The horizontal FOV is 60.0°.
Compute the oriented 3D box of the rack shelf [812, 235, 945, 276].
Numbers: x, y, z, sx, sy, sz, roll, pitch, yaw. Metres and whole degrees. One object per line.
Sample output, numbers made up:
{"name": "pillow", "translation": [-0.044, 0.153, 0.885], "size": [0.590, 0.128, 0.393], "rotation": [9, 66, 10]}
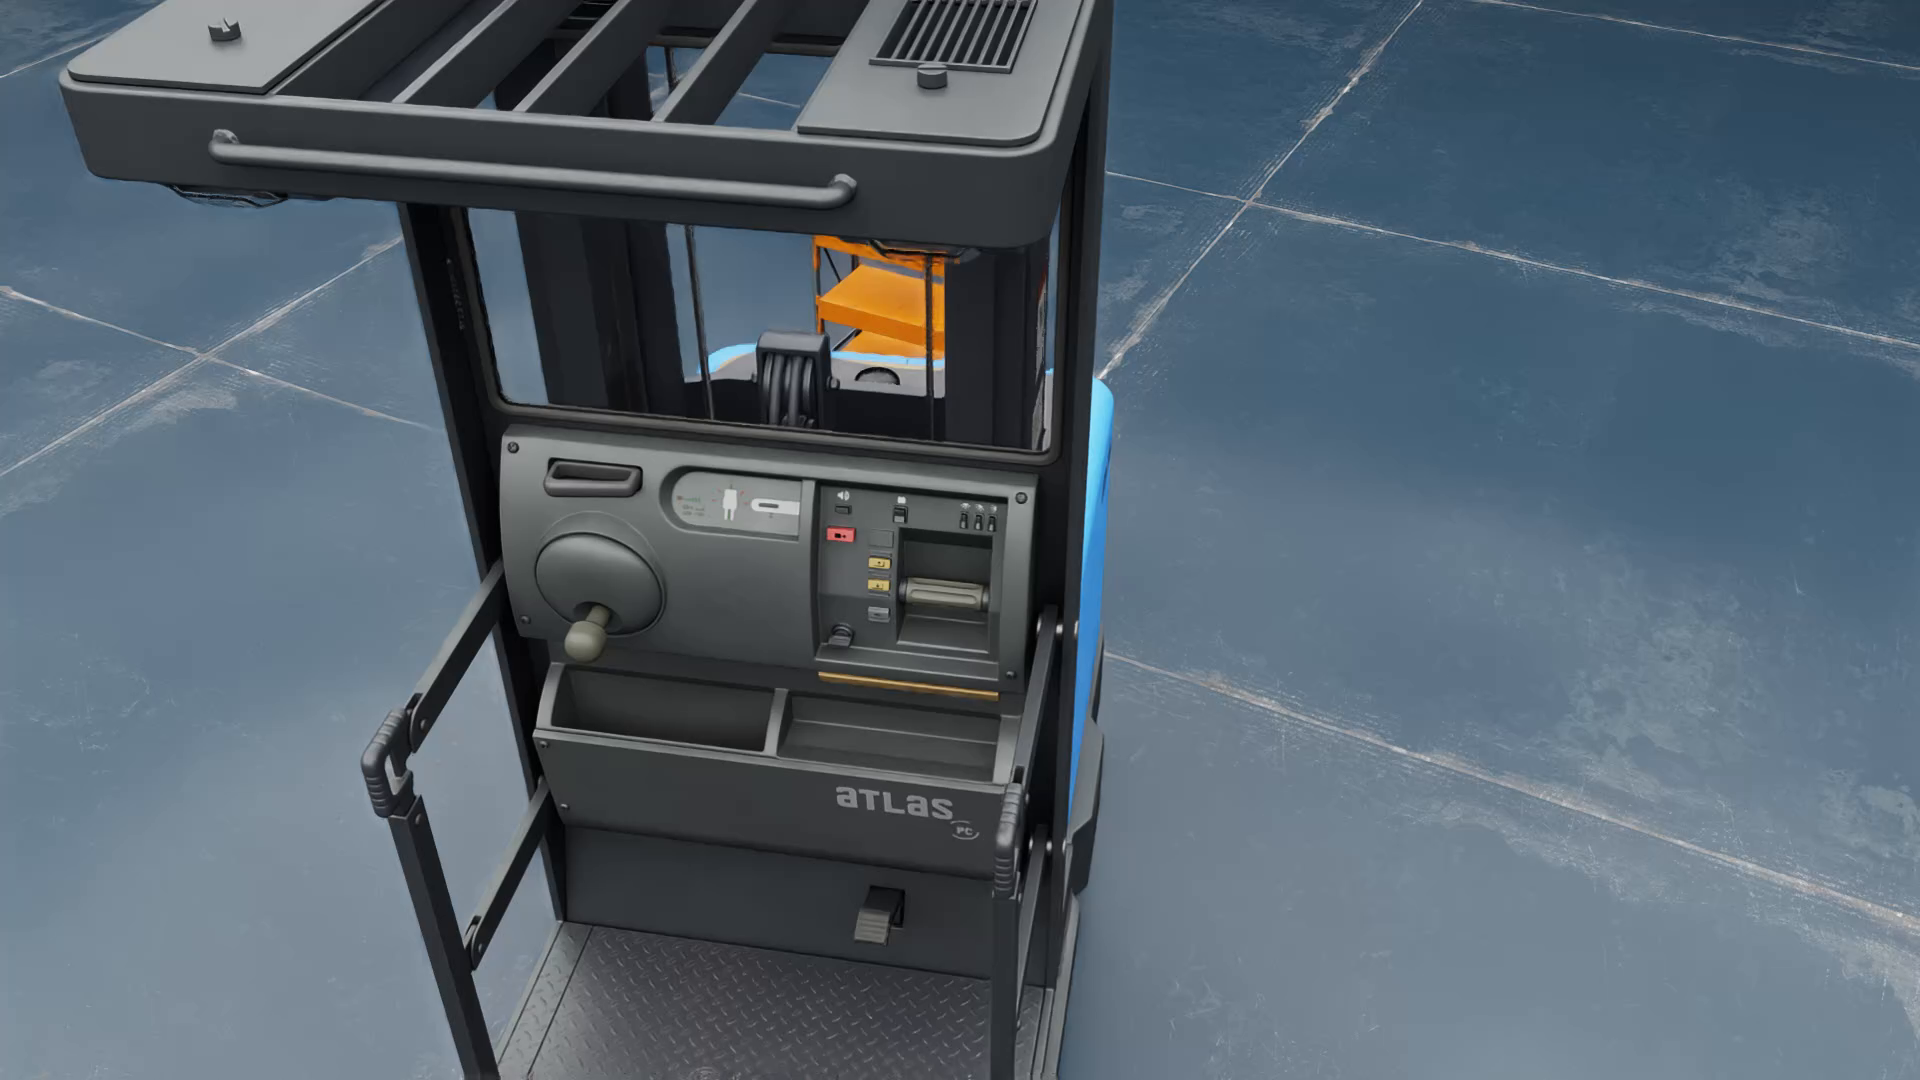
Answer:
{"name": "rack shelf", "translation": [-0.147, -0.837, 4.710], "size": [0.480, 0.148, 0.258], "rotation": [17, 41, 21]}

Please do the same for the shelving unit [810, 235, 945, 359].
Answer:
{"name": "shelving unit", "translation": [-0.147, -0.524, 4.948], "size": [0.503, 1.200, 0.258], "rotation": [17, 41, 21]}

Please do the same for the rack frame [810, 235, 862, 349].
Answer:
{"name": "rack frame", "translation": [-0.364, -0.592, 5.037], "size": [0.015, 1.200, 0.240], "rotation": [17, 41, 21]}

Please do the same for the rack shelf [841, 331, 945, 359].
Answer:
{"name": "rack shelf", "translation": [-0.147, -0.502, 4.965], "size": [0.457, 0.050, 0.221], "rotation": [17, 41, 21]}

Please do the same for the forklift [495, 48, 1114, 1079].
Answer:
{"name": "forklift", "translation": [-0.279, -0.189, 3.128], "size": [1.129, 2.867, 1.939], "rotation": [6, 38, 8]}

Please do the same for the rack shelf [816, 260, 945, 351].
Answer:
{"name": "rack shelf", "translation": [-0.147, -0.649, 4.853], "size": [0.480, 0.148, 0.258], "rotation": [17, 41, 21]}
